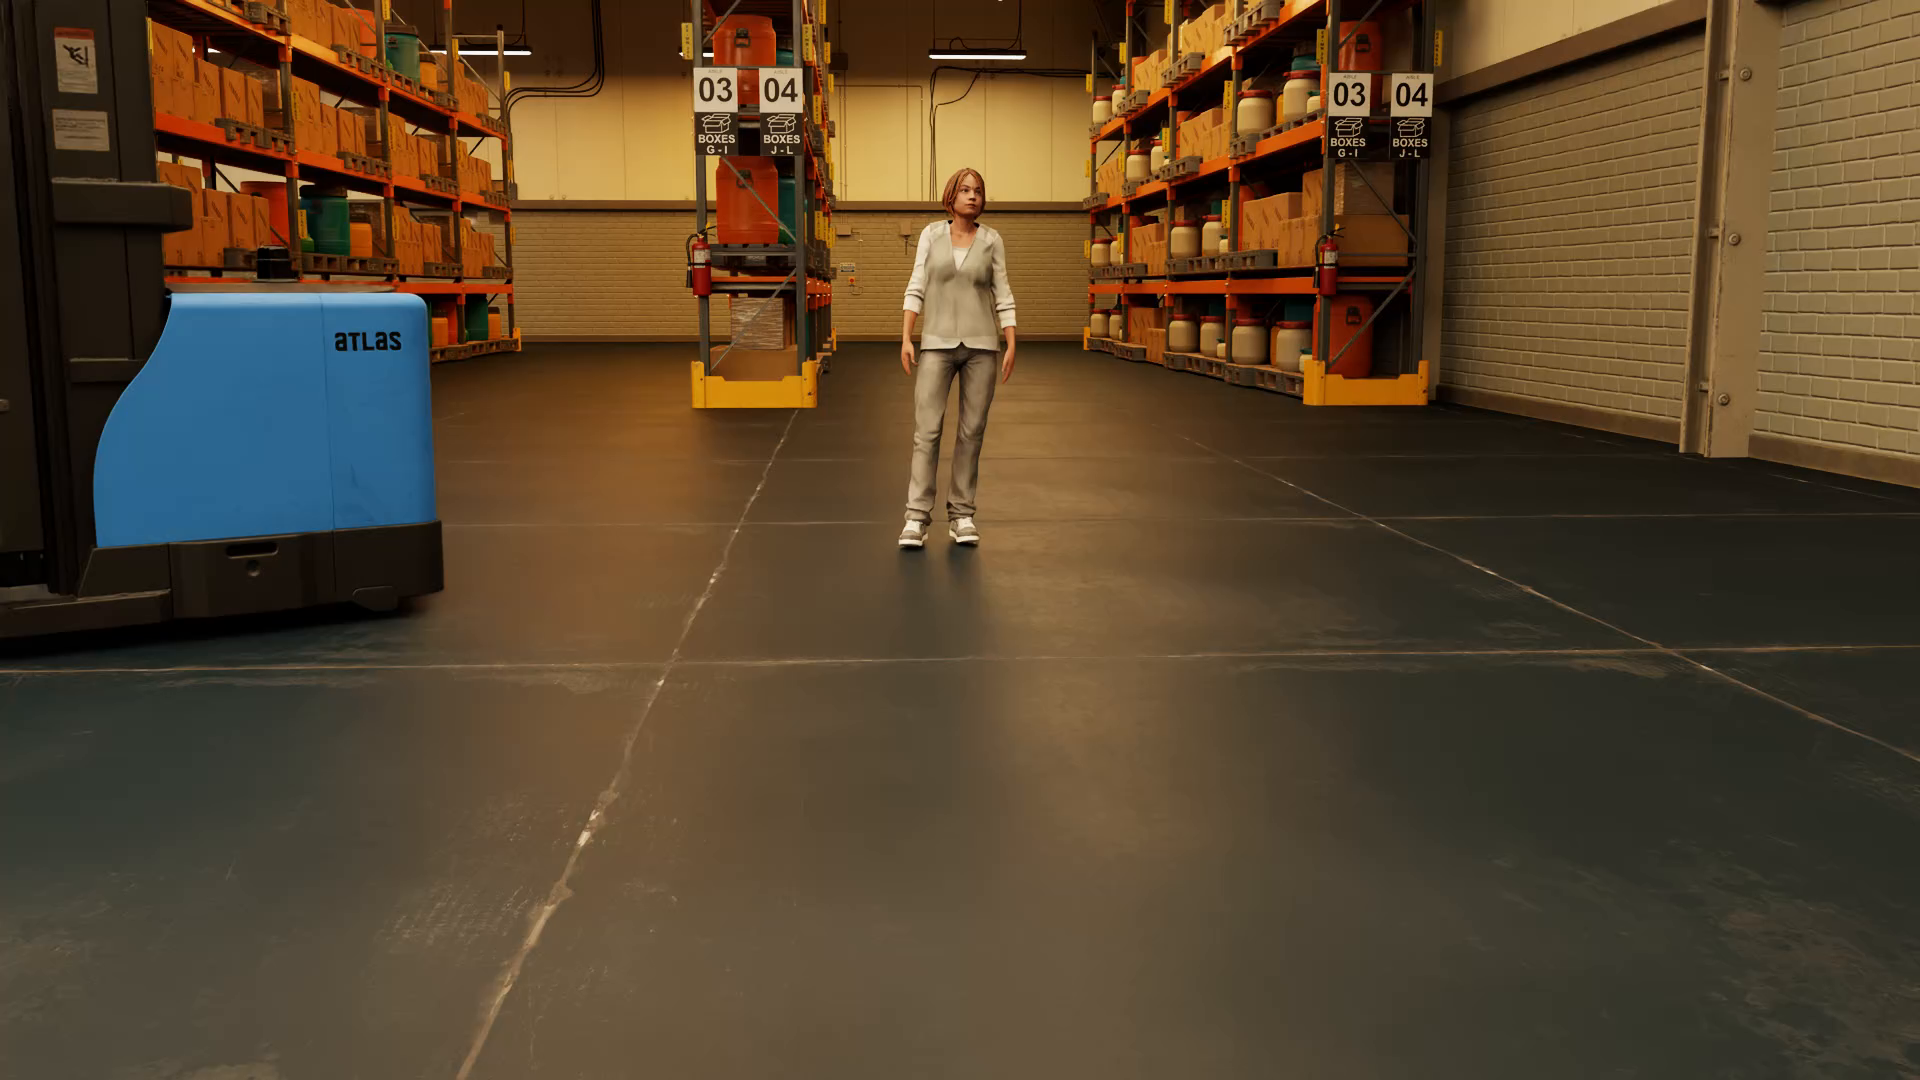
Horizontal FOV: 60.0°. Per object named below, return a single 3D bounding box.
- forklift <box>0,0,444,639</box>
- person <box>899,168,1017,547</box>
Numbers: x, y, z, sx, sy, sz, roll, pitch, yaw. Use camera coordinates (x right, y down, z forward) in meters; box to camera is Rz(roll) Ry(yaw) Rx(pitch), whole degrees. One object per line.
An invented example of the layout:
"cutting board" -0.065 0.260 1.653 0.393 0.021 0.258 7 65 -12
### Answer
"forklift" -3.268 -1.142 5.019 3.031 2.935 1.130 -6 10 -34
"person" -0.010 -0.787 7.117 0.520 1.599 0.473 -1 8 -4
